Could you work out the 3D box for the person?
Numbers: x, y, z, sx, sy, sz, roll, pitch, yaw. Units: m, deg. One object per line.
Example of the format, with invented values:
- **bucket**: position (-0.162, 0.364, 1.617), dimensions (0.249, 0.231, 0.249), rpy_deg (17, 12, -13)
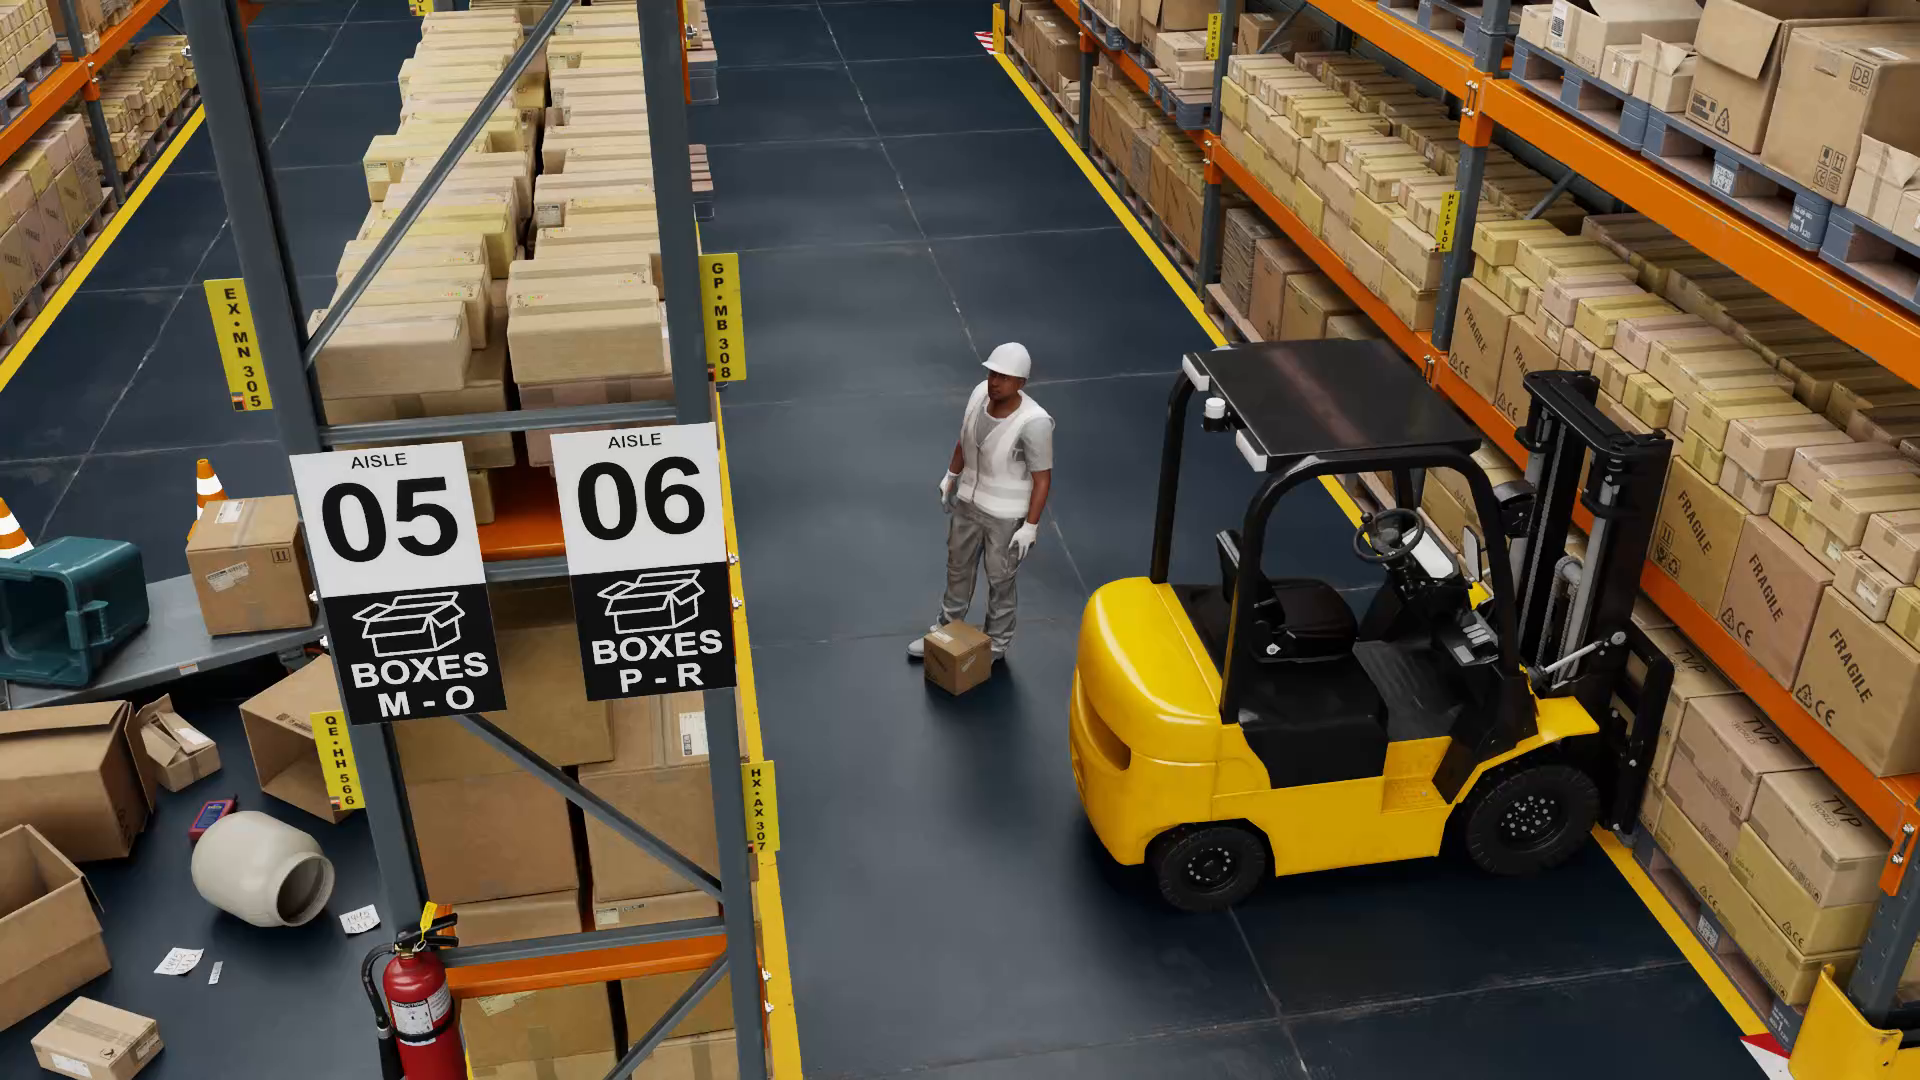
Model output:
- **person**: position (0.113, -0.141, 8.343), dimensions (0.576, 1.784, 0.656), rpy_deg (-24, 38, -35)
